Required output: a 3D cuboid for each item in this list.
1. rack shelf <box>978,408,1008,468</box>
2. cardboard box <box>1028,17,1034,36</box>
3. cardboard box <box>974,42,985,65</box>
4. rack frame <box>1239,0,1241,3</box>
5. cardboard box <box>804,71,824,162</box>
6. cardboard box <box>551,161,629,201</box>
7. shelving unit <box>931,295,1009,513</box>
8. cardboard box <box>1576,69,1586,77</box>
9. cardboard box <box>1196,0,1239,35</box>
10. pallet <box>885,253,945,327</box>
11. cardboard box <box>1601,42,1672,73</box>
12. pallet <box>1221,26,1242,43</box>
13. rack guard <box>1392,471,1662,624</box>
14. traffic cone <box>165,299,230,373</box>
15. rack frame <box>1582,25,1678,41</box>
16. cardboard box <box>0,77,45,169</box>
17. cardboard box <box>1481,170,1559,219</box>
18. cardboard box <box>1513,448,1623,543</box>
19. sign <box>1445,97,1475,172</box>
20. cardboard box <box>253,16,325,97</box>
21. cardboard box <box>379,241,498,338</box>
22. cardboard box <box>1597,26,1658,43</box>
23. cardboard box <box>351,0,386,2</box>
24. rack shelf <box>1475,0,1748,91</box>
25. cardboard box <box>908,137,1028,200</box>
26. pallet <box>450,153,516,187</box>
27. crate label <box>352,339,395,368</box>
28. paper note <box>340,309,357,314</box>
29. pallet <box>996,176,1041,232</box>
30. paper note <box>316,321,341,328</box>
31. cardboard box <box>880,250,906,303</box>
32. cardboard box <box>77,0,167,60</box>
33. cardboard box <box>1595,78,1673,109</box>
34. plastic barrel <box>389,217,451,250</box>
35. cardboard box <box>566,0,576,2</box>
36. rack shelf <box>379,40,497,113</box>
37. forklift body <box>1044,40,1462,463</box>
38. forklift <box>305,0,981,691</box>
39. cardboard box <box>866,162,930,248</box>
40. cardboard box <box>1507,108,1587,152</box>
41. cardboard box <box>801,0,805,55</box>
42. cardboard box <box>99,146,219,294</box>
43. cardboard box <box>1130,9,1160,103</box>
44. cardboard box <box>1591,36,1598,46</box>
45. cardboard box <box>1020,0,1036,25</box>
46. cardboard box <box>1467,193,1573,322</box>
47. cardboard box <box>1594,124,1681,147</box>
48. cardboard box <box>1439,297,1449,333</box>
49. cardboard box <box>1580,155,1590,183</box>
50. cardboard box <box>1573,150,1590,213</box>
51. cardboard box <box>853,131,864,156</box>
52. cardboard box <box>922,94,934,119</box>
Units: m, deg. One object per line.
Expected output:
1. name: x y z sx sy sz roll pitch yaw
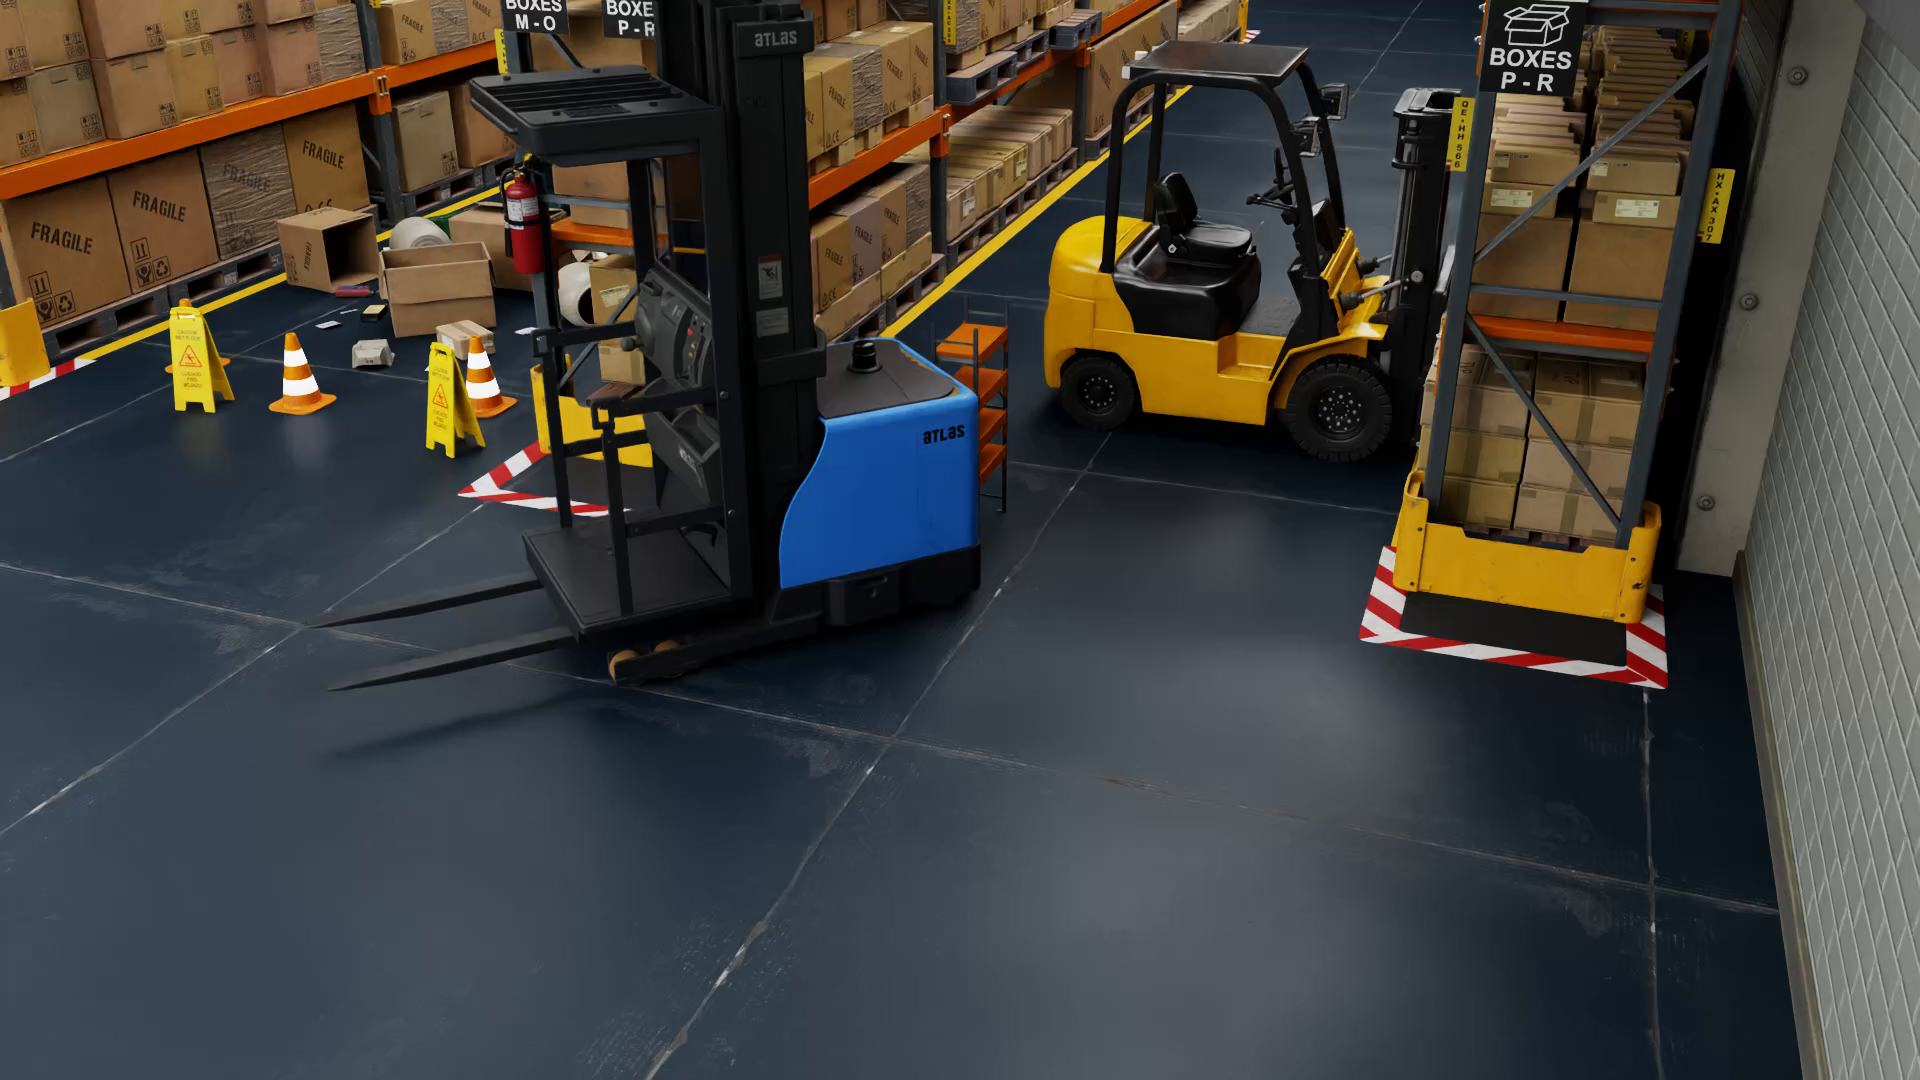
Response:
1. rack shelf: 0.055 -0.548 8.658 0.258 0.148 0.480 9 27 17
2. cardboard box: 0.410 -4.372 14.144 0.380 0.149 0.250 8 27 16
3. cardboard box: -0.020 -3.828 13.021 0.380 0.149 0.250 9 27 18
4. rack frame: 3.400 -8.401 22.659 1.000 3.000 0.127 9 27 17
5. cardboard box: -1.168 -2.582 10.184 0.500 0.500 0.500 8 27 16
6. cardboard box: -2.004 -2.268 9.535 0.500 0.500 0.500 8 27 17
7. shelving unit: 0.055 -0.608 8.629 0.258 1.200 0.503 9 27 17
8. cardboard box: 3.349 -2.593 9.463 0.380 0.149 0.250 9 27 17
9. cardboard box: 3.275 -7.151 22.535 0.875 0.438 0.875 8 27 16
10. pallet: -0.784 -1.933 12.501 1.003 0.211 1.213 9 27 17
11. cardboard box: 4.145 -2.950 10.200 0.380 0.149 0.250 8 27 16
12. pallet: 3.208 -6.806 22.564 1.003 0.211 1.213 9 27 17
13. rack guard: 2.750 0.028 8.119 1.175 0.500 0.348 9 27 17
14. traffic cone: -5.110 -1.372 11.054 0.336 0.463 0.334 9 27 17
15. rack frame: 4.089 -2.751 10.990 1.000 3.000 0.127 9 27 17
16. cardboard box: -6.545 -2.729 10.771 0.875 0.550 0.550 9 27 17
17. cardboard box: 2.609 -1.627 7.810 0.380 0.149 0.250 9 27 18
18. cardboard box: 3.105 -0.232 8.461 0.500 0.250 0.500 9 27 18
19. sign: 2.250 -1.820 7.465 0.100 0.325 0.005 9 27 17
20. cardboard box: -5.568 -3.831 13.047 0.875 0.550 0.550 9 27 17
21. cardboard box: -3.727 -1.791 11.872 0.797 0.503 0.637 -9 27 -18
22. cardboard box: 4.696 -3.515 11.708 0.380 0.149 0.250 8 27 17
23. cardboard box: -5.135 -4.846 14.054 0.700 0.500 0.500 8 27 17
24. rack shelf: 3.423 -2.956 8.796 1.077 0.370 4.000 9 27 17
25. cardboard box: 0.045 -3.274 14.603 0.950 0.372 0.625 10 27 19
26. pallet: -4.705 -3.722 16.195 1.003 0.211 1.213 9 27 17
27. crate label: -3.955 -1.254 11.183 0.250 0.136 0.298 -5 26 -9
28. paper note: -4.486 -1.678 12.204 0.123 0.001 0.032 -20 33 -36
29. pallet: 0.069 -3.038 14.781 1.003 0.211 1.213 9 27 17
30. paper note: -4.517 -1.546 11.910 0.144 0.017 0.142 20 32 35
31. cardboard box: -0.704 -1.919 11.944 0.500 0.250 0.500 8 27 16
32. cardboard box: -6.055 -3.652 11.440 0.875 0.550 0.550 9 27 17
33. cardboard box: 3.697 -2.426 9.118 0.380 0.149 0.250 10 27 19
34. plastic barrel: -4.226 -2.298 13.010 0.421 0.421 0.512 -14 29 -27
35. cardboard box: -4.028 -5.406 16.358 0.500 0.500 0.500 9 27 17
36. rack shelf: -4.629 -4.644 15.725 1.077 0.370 4.000 9 27 17
37. forklift body: 1.668 -1.769 9.936 2.313 2.155 1.214 9 27 17
38. forklift: -1.448 -0.922 7.292 3.031 2.935 1.130 -13 29 -24
39. cardboard box: -0.537 -2.476 12.235 0.500 0.500 0.500 8 27 17
40. cardboard box: 2.945 -2.065 8.372 0.380 0.149 0.250 9 27 18
41. cardboard box: -1.415 -3.312 10.546 0.700 0.500 0.500 9 27 17
42. cardboard box: -6.172 -2.385 12.190 0.875 0.875 0.875 8 27 17
43. cardboard box: 1.645 -5.351 18.316 0.875 0.875 0.875 10 27 19
44. cardboard box: 4.857 -3.494 12.124 0.500 0.250 0.500 8 27 16
45. cardboard box: 0.337 -4.608 13.888 0.500 0.500 0.500 8 27 15
46. cardboard box: 2.674 -1.393 8.070 0.500 0.500 0.500 8 27 16
47. cardboard box: 3.264 -1.898 8.029 0.380 0.149 0.250 9 27 18
48. cardboard box: 2.940 -1.163 9.236 0.500 0.250 0.500 9 27 18
49. cardboard box: 3.228 -1.760 8.084 0.380 0.149 0.250 8 27 17
50. cardboard box: 3.500 -1.740 8.788 0.500 0.500 0.500 8 27 17
51. cardboard box: -0.861 -2.661 11.093 0.380 0.149 0.250 8 27 17
52. cardboard box: -0.413 -3.180 12.164 0.380 0.149 0.250 8 27 17
